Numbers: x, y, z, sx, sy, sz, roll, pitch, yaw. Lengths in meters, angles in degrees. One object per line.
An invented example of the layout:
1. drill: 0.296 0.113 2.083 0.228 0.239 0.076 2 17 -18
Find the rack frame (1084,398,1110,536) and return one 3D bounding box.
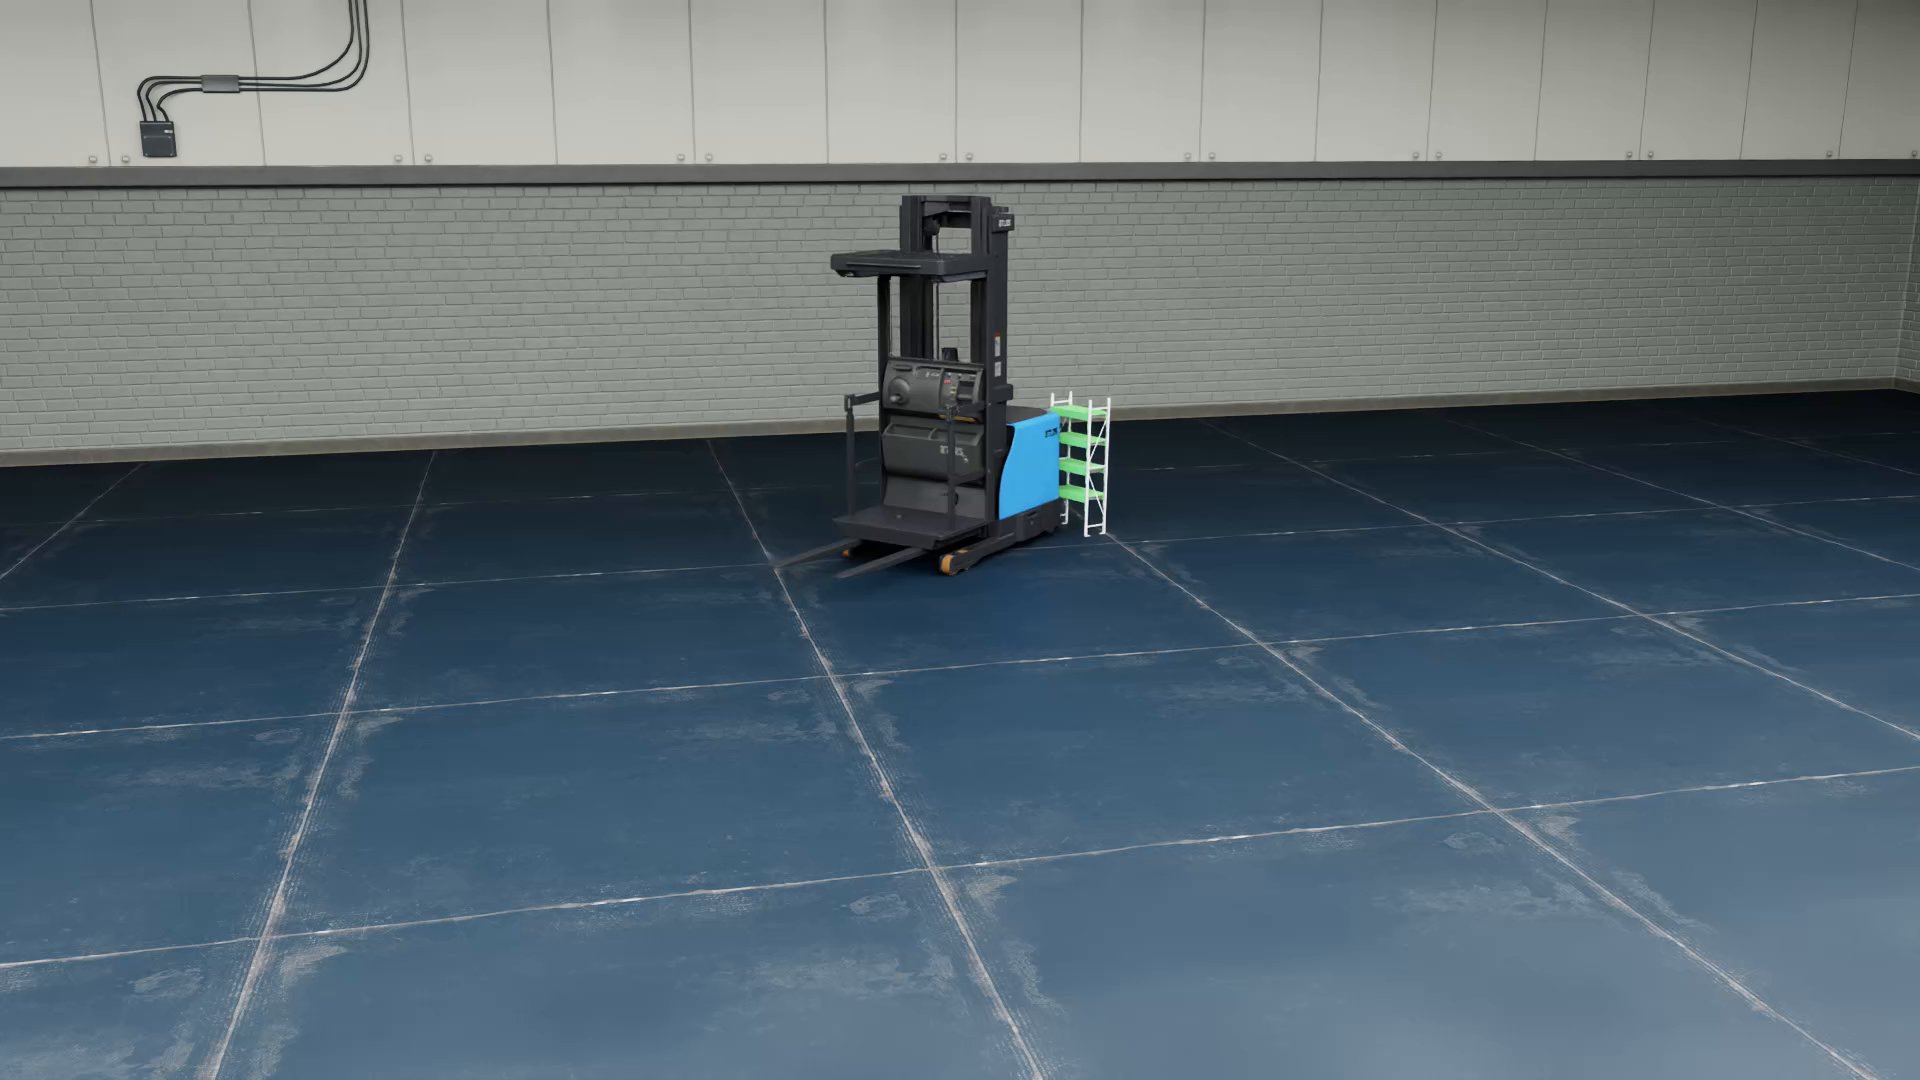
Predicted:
1. rack frame: 1.194 -0.632 14.471 0.240 1.200 0.015 -9 16 -38

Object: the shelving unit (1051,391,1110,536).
1. shelving unit: 1.041 -0.677 14.656 0.258 1.200 0.503 -9 16 -38

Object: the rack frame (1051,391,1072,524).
1. rack frame: 0.888 -0.722 14.841 0.240 1.200 0.015 -9 16 -38

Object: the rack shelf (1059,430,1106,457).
1. rack shelf: 1.044 -0.849 14.617 0.258 0.148 0.480 -9 16 -38

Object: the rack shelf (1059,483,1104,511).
1. rack shelf: 1.035 -0.381 14.724 0.258 0.148 0.480 -9 16 -38

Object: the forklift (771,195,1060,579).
1. forklift: -0.339 -1.269 13.445 1.130 2.935 3.031 9 16 32

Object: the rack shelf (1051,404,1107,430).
1. rack shelf: 1.049 -1.083 14.564 0.258 0.148 0.480 -9 16 -38

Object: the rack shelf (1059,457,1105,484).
1. rack shelf: 1.040 -0.615 14.671 0.258 0.148 0.480 -9 16 -38

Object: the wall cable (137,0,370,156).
1. wall cable: -7.314 -6.948 16.738 2.305 6.003 0.169 -3 14 -13
